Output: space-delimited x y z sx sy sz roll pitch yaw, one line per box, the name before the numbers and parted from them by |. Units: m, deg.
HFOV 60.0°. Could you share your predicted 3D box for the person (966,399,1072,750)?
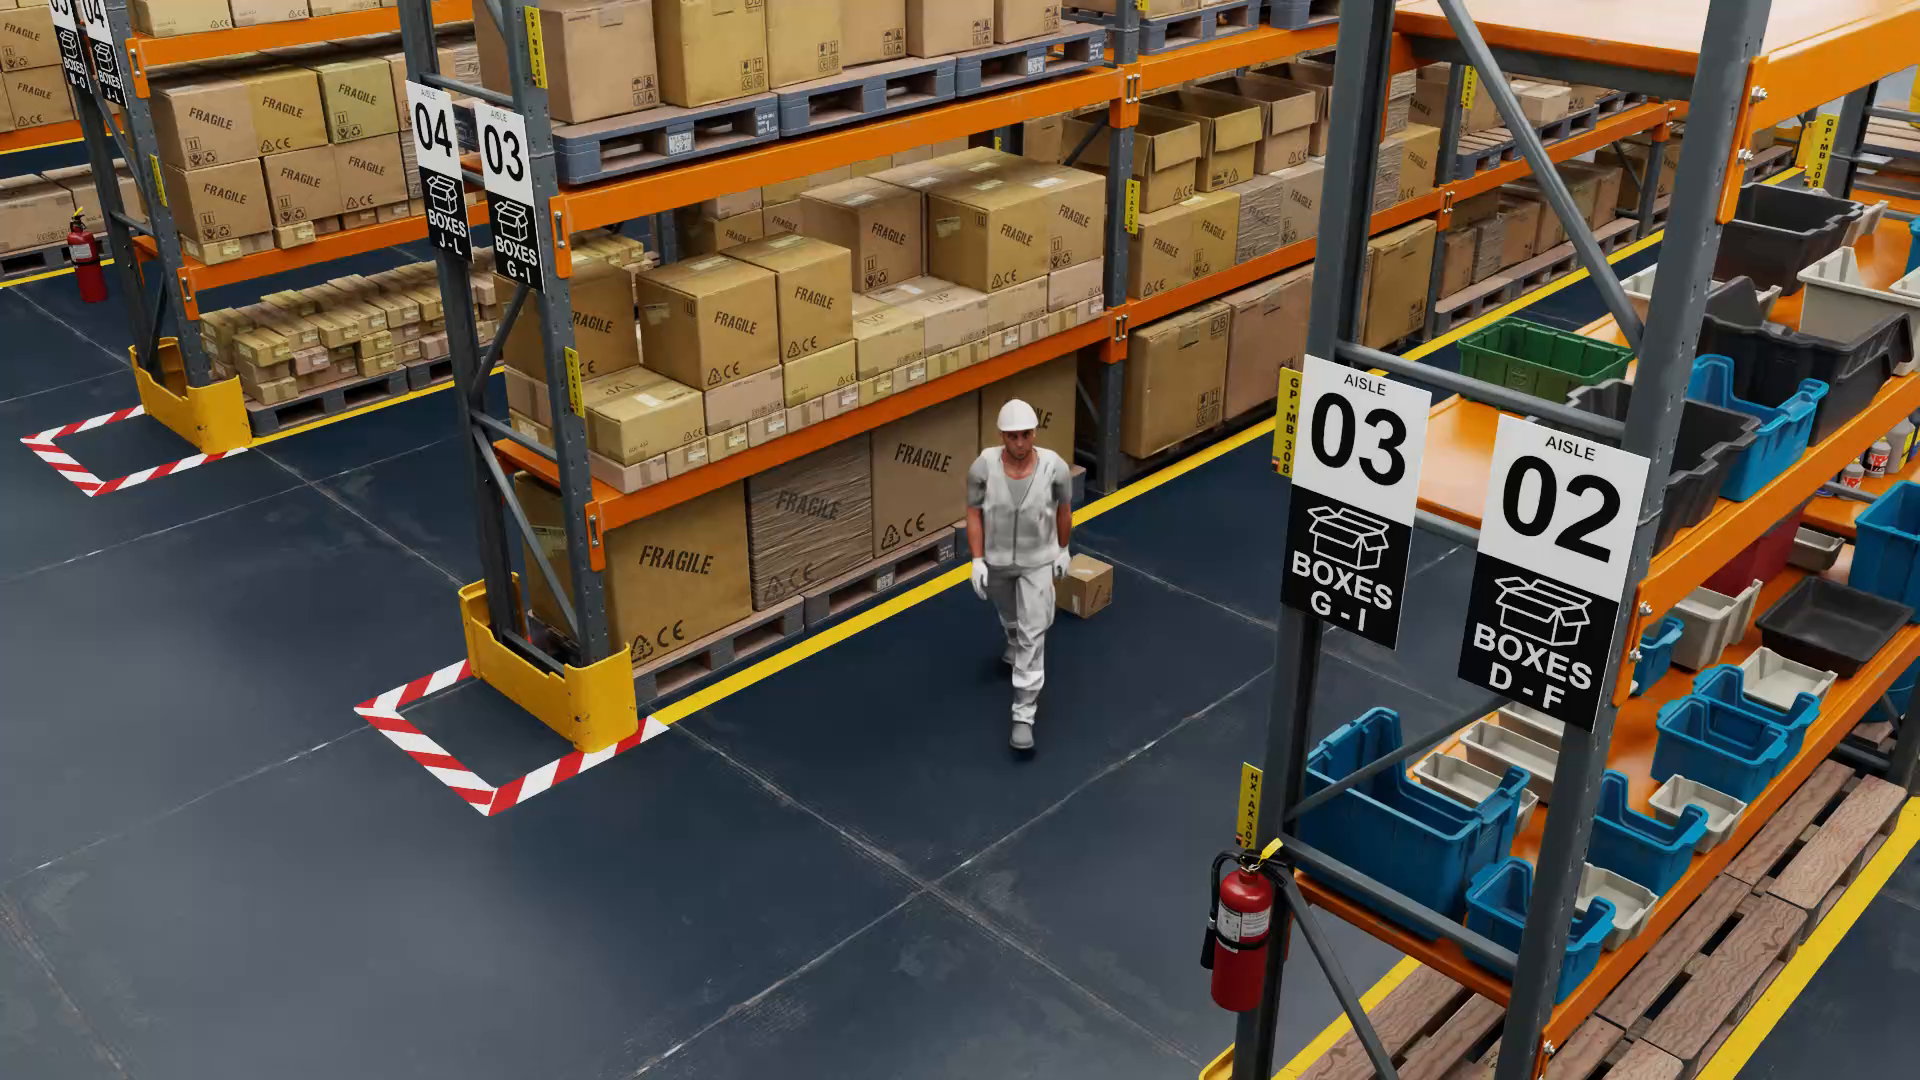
person | 0.288 0.094 8.434 0.521 1.739 1.087 5 28 9
